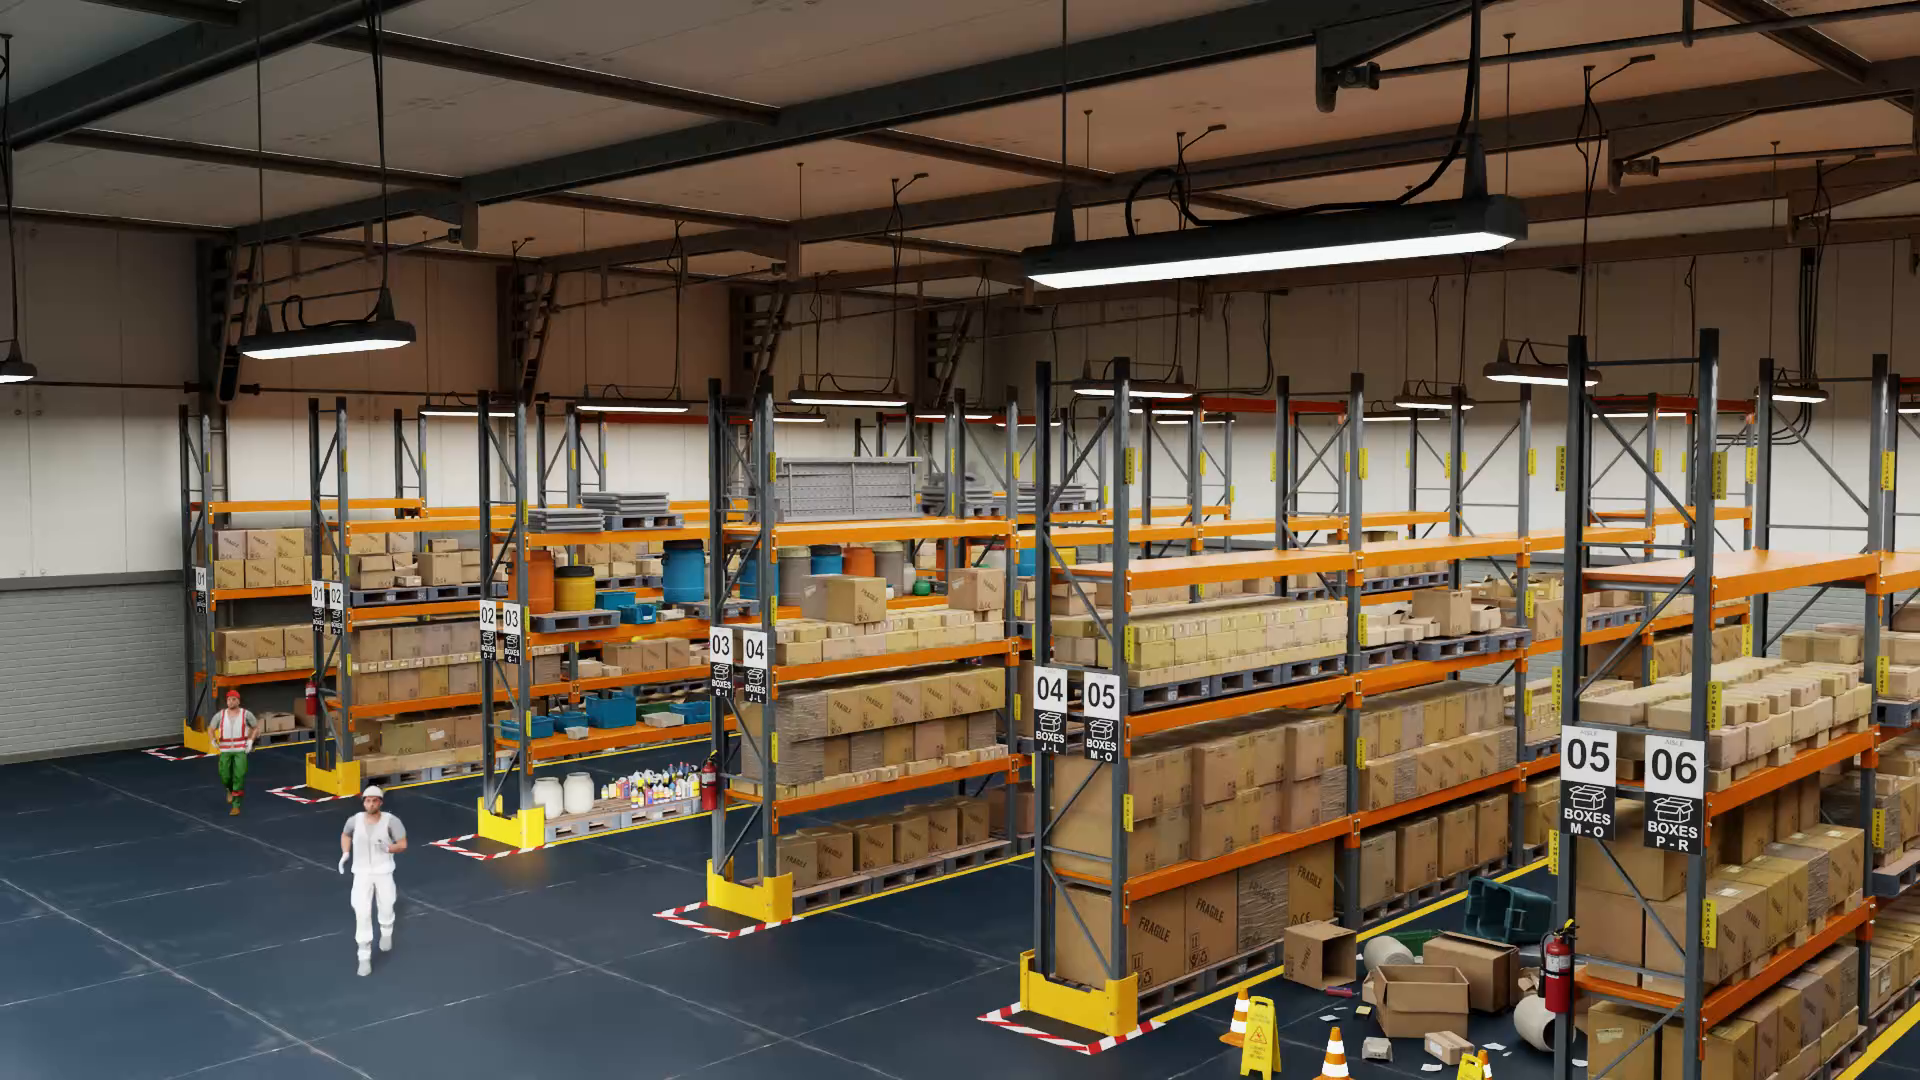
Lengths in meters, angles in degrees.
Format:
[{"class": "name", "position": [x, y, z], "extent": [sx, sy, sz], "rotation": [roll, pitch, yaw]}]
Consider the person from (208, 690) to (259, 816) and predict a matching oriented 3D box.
[{"class": "person", "position": [-10.438, 3.041, 23.893], "extent": [0.672, 1.768, 0.703], "rotation": [-1, 3, -16]}]

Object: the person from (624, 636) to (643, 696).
[{"class": "person", "position": [-6.137, 2.655, 31.241], "extent": [0.693, 1.720, 0.592], "rotation": [2, 4, 38]}]

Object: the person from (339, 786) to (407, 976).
[{"class": "person", "position": [-5.888, 3.355, 16.697], "extent": [0.660, 1.778, 0.987], "rotation": [-1, 3, -14]}]
